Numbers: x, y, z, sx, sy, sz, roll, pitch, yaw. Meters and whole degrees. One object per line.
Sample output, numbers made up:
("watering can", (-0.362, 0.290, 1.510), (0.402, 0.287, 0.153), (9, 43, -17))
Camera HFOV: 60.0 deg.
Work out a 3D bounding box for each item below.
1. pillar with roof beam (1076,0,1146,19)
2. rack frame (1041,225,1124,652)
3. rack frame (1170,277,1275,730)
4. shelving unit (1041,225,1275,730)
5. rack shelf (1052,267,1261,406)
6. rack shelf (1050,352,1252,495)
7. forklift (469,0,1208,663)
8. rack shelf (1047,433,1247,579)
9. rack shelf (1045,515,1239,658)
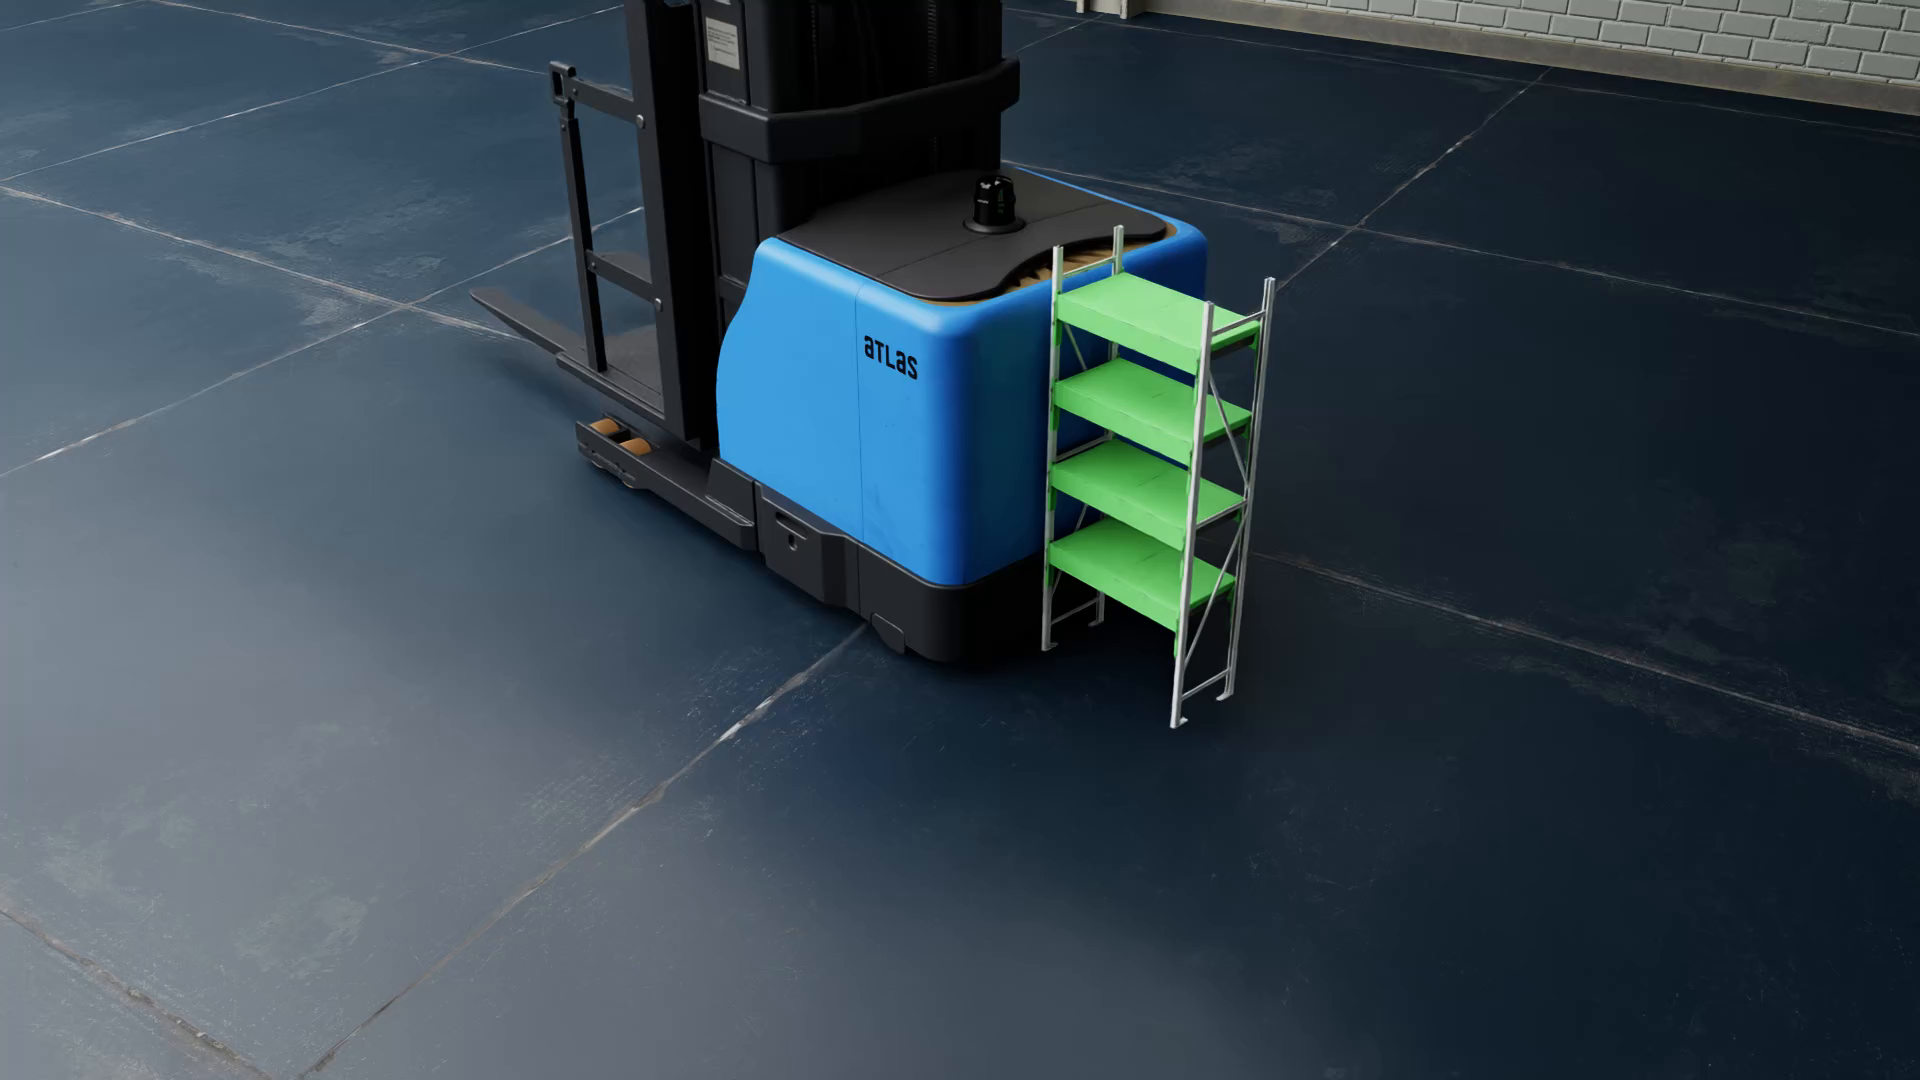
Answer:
("pillar with roof beam", (-1.235, -5.722, 6.128), (0.400, 9.000, 9.100), (18, 35, 27))
("rack frame", (0.325, -0.243, 4.477), (0.240, 1.200, 0.015), (-24, 38, -35))
("rack frame", (0.651, -0.061, 4.163), (0.240, 1.200, 0.015), (-24, 38, -35))
("shelving unit", (0.488, -0.152, 4.320), (0.258, 1.200, 0.503), (-24, 38, -35))
("rack shelf", (0.488, -0.511, 4.110), (0.258, 0.148, 0.480), (-24, 38, -35))
("rack shelf", (0.488, -0.304, 4.231), (0.258, 0.148, 0.480), (-24, 38, -35))
("forklift", (-0.653, -1.589, 5.066), (1.130, 2.935, 3.031), (-24, 38, -35))
("rack shelf", (0.488, -0.097, 4.352), (0.258, 0.148, 0.480), (-24, 38, -35))
("rack shelf", (0.488, 0.110, 4.473), (0.258, 0.148, 0.480), (-24, 38, -35))
